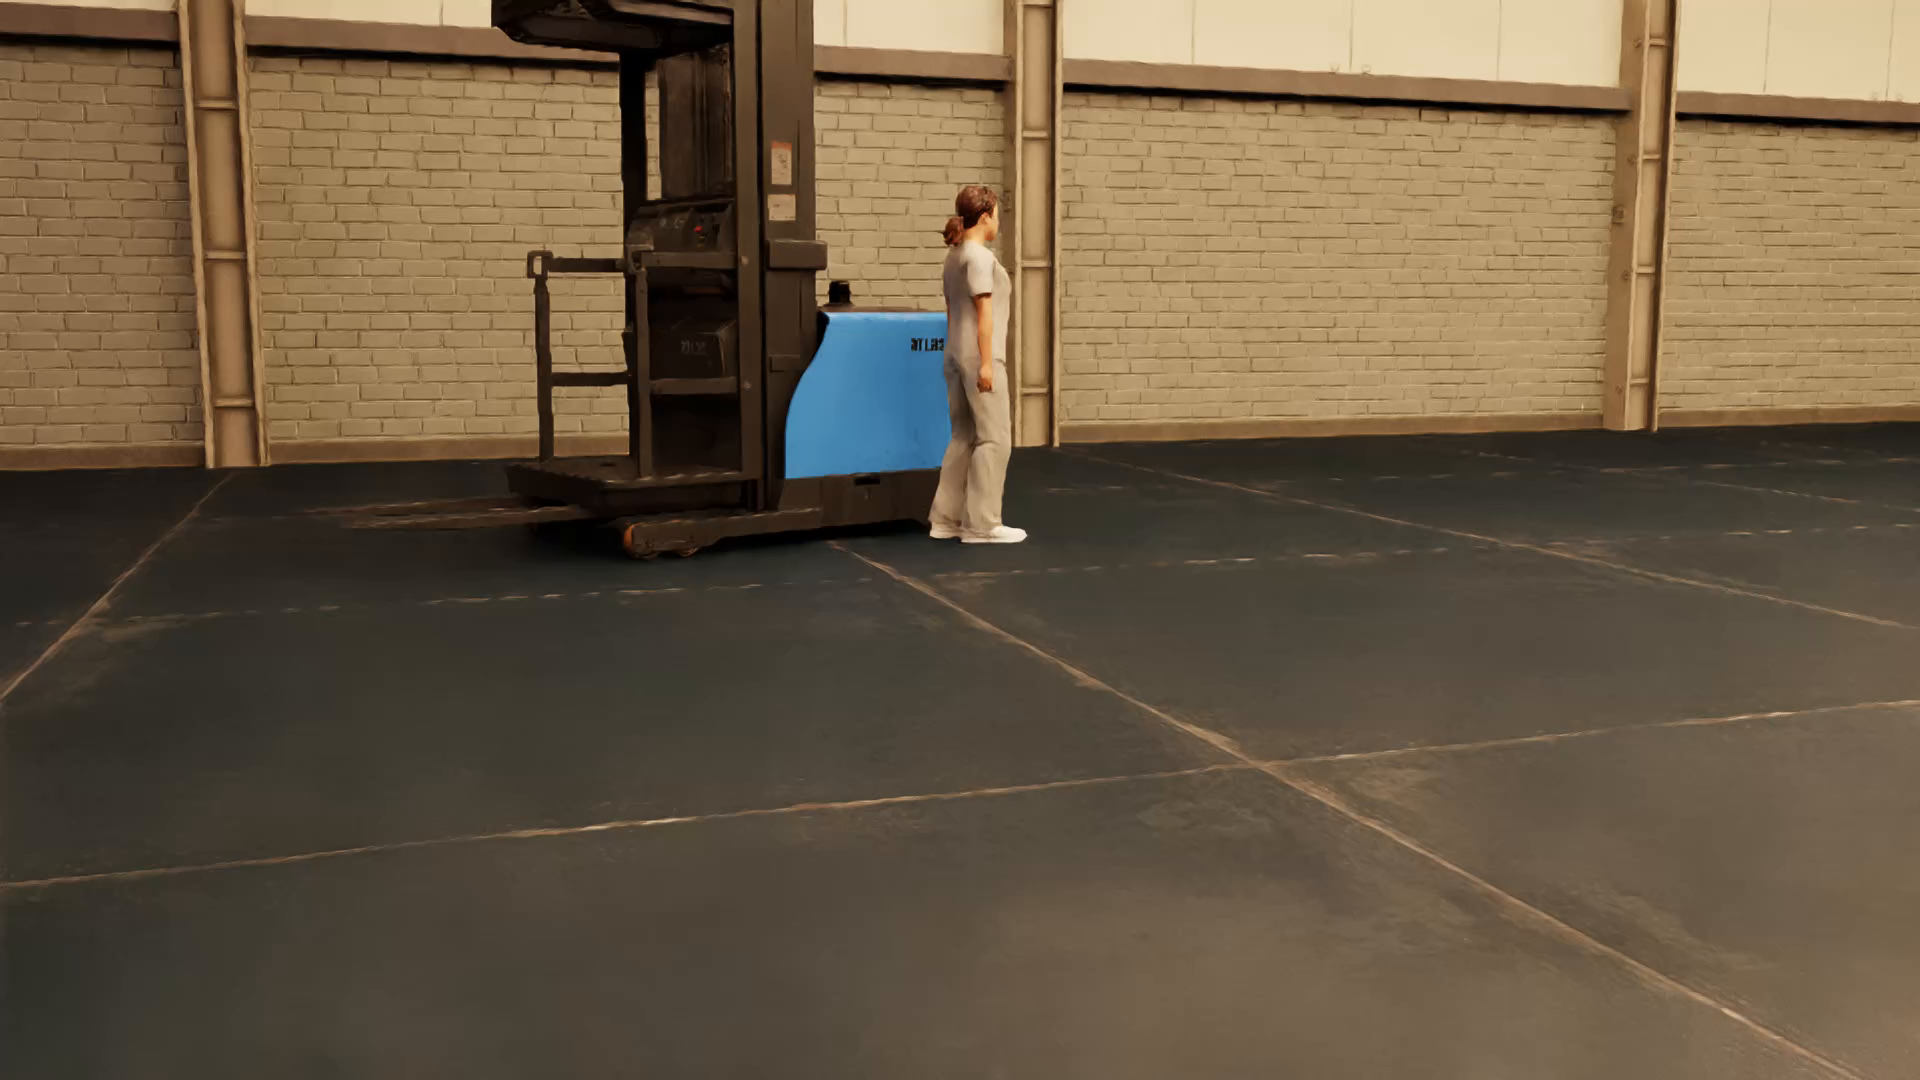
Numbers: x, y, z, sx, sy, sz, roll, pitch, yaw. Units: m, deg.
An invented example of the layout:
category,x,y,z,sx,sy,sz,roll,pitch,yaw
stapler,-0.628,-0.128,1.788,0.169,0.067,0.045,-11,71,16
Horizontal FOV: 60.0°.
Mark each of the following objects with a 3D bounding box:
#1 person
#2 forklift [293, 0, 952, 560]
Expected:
category,x,y,z,sx,sy,sz,roll,pitch,yaw
person,0.063,-0.822,7.851,0.398,1.668,0.545,-3,8,-22
forklift,-1.480,-1.444,7.667,3.031,2.935,1.130,-6,10,-38
